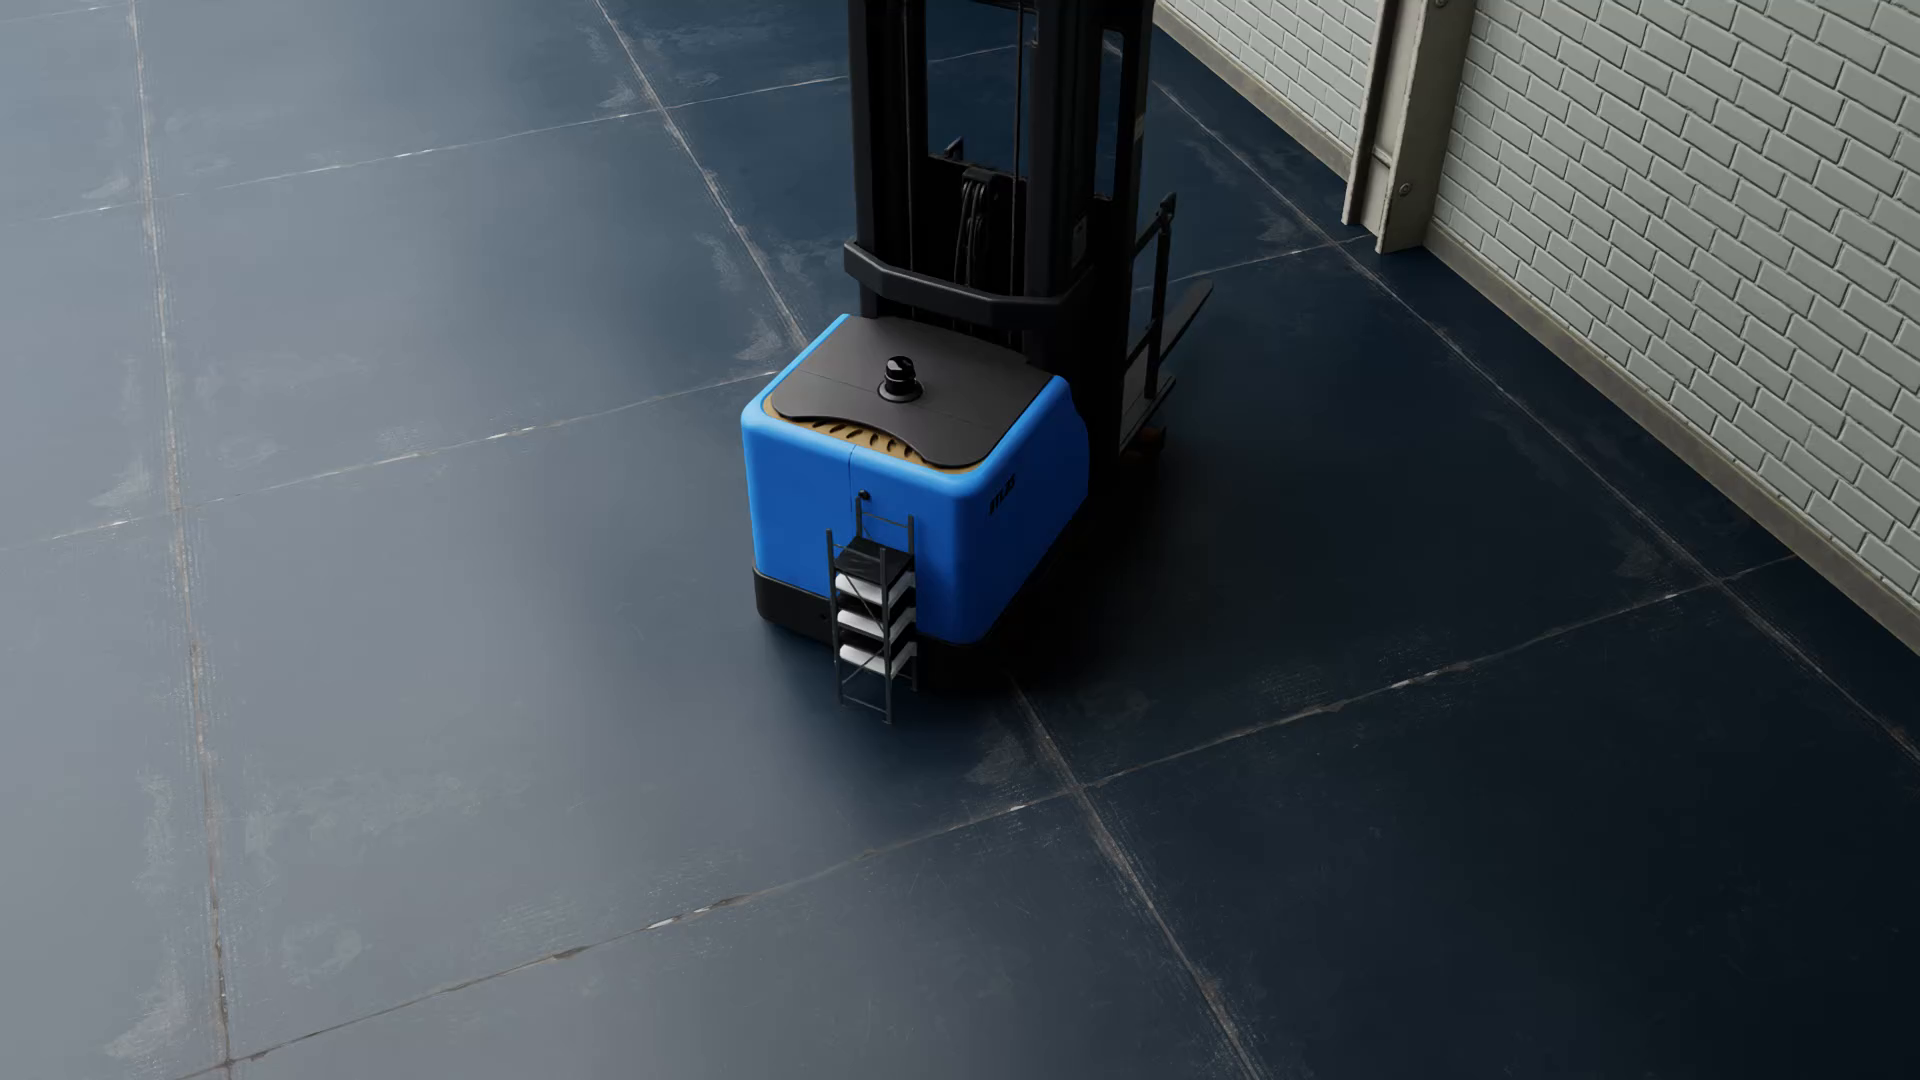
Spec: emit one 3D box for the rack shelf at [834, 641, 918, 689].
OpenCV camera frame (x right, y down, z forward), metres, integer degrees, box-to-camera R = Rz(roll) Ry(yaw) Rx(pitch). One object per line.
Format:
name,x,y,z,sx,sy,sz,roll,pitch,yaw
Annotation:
rack shelf,-0.321,0.441,6.374,0.258,0.077,0.200,19,44,21

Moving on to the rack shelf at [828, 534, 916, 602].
rack shelf,-0.321,0.100,6.081,0.258,0.077,0.200,19,44,21

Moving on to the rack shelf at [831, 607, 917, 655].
rack shelf,-0.321,0.304,6.257,0.258,0.077,0.200,19,44,21

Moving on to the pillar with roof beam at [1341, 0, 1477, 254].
pillar with roof beam,-1.622,-4.051,5.060,9.100,9.000,0.400,-15,43,-17

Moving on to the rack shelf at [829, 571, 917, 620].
rack shelf,-0.321,0.168,6.140,0.258,0.077,0.200,19,44,21

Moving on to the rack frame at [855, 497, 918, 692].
rack frame,-0.274,0.220,6.304,0.240,0.900,0.006,19,44,21

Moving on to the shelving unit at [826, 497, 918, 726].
shelving unit,-0.321,0.279,6.235,0.258,0.900,0.210,19,44,21

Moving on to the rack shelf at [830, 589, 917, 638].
rack shelf,-0.321,0.236,6.198,0.258,0.077,0.200,19,44,21

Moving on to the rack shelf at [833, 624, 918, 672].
rack shelf,-0.321,0.373,6.316,0.258,0.077,0.200,19,44,21

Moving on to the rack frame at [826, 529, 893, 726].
rack frame,-0.368,0.338,6.167,0.240,0.900,0.006,19,44,21

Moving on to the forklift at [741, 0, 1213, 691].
forklift,0.292,-1.478,6.721,1.130,2.935,3.031,19,44,20
